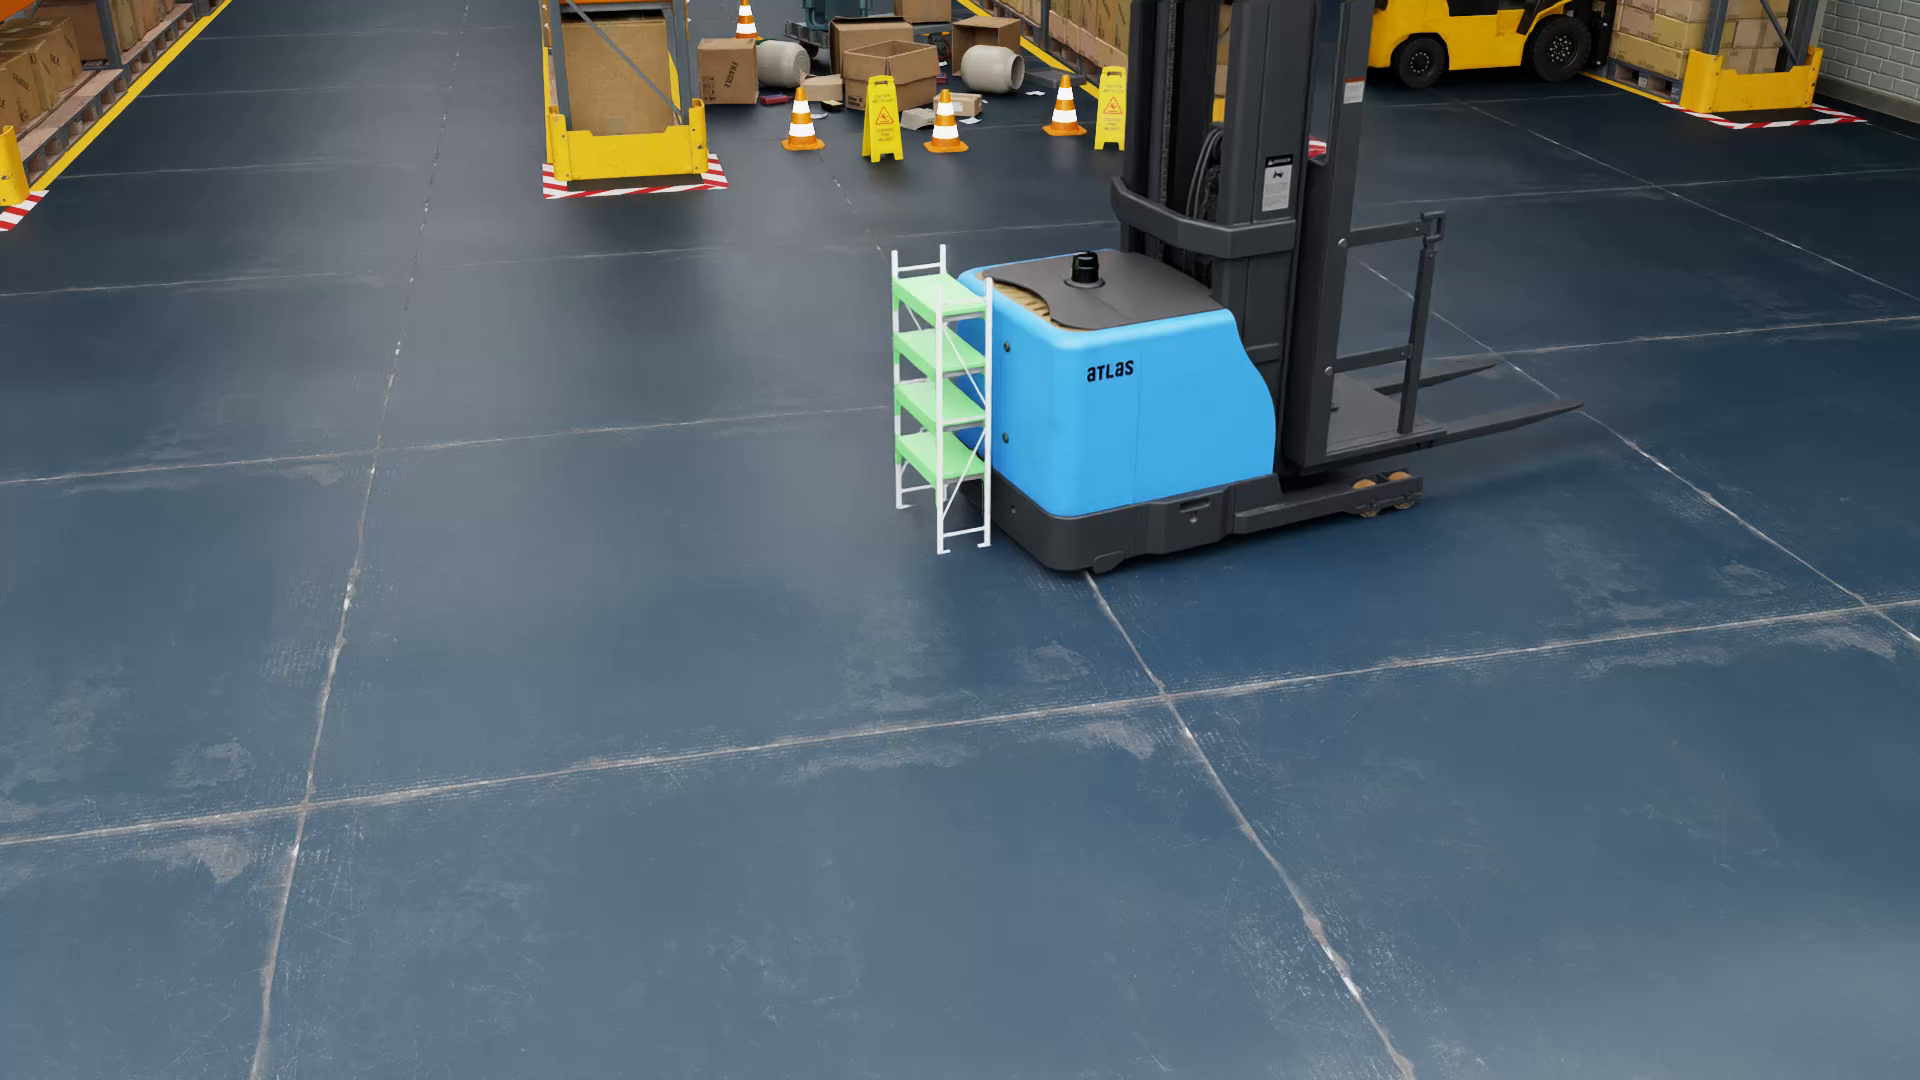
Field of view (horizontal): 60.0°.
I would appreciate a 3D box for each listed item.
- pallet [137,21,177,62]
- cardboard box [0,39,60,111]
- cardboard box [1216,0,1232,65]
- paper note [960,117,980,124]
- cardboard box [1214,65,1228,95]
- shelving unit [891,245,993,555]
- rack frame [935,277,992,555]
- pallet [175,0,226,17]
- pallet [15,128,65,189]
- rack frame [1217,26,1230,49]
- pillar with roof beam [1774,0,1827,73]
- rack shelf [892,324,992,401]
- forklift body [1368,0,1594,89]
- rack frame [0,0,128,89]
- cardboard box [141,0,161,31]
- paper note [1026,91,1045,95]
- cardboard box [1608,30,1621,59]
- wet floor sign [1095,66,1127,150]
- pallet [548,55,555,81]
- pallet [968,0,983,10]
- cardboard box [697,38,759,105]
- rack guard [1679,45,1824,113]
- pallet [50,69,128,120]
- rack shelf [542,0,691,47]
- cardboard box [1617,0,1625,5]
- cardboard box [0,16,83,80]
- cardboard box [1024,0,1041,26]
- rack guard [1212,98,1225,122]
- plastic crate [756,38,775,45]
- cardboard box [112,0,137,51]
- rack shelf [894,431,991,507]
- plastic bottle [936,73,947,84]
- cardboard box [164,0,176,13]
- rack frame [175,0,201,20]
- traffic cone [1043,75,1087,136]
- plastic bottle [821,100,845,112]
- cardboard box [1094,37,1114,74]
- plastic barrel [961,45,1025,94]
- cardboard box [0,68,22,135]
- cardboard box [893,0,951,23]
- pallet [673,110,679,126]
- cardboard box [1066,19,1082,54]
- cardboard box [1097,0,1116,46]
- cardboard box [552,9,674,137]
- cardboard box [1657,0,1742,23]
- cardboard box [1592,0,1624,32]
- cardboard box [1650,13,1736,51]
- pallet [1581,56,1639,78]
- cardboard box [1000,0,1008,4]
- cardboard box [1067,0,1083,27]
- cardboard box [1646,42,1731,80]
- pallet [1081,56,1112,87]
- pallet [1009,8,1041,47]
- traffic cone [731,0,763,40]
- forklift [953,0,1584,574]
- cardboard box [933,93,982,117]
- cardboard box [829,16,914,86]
[{"bbox_3d":[-8.769,-5.143,17.204,1.003,0.211,1.213,-6,27,-12],"label":"pallet"},{"bbox_3d":[-7.909,-3.886,13.928,0.500,0.500,0.500,-8,28,-16],"label":"cardboard box"},{"bbox_3d":[2.325,-4.447,14.484,0.500,0.500,0.500,-7,28,-13],"label":"cardboard box"},{"bbox_3d":[0.091,-3.647,14.441,0.148,0.019,0.142,-16,31,-29],"label":"paper note"},{"bbox_3d":[2.331,-4.102,14.633,0.500,0.250,0.500,-6,27,-12],"label":"cardboard box"},{"bbox_3d":[-0.079,-0.597,7.102,0.258,1.200,0.503,-11,29,-20],"label":"shelving unit"},{"bbox_3d":[0.016,-0.496,6.902,0.240,1.200,0.015,-11,29,-20],"label":"rack frame"},{"bbox_3d":[-9.319,-6.374,19.644,1.003,0.211,1.213,-6,27,-12],"label":"pallet"},{"bbox_3d":[-7.578,-2.902,12.765,1.003,0.211,1.213,-6,27,-12],"label":"pallet"},{"bbox_3d":[2.243,-4.759,13.351,1.000,3.000,0.127,-6,27,-12],"label":"rack frame"},{"bbox_3d":[3.605,-7.903,12.921,9.100,9.000,0.400,-6,27,-12],"label":"pillar with roof beam"},{"bbox_3d":[-0.079,-0.755,7.023,0.258,0.148,0.480,-11,29,-20],"label":"rack shelf"},{"bbox_3d":[4.874,-5.533,15.826,2.313,2.155,1.214,-6,27,-12],"label":"forklift body"},{"bbox_3d":[-8.313,-5.509,14.836,1.000,3.000,0.127,-6,27,-12],"label":"rack frame"},{"bbox_3d":[-8.772,-5.563,17.229,0.700,0.500,0.500,-4,27,-7],"label":"cardboard box"},{"bbox_3d":[0.707,-4.157,15.453,0.142,0.019,0.148,-16,31,-29],"label":"paper note"},{"bbox_3d":[6.458,-4.839,16.094,0.500,0.250,0.500,-6,27,-11],"label":"cardboard box"},{"bbox_3d":[1.244,-3.516,13.501,0.267,0.644,0.232,3,27,6],"label":"wet floor sign"},{"bbox_3d":[-3.363,-4.382,15.697,1.003,0.211,1.213,-6,27,-12],"label":"pallet"},{"bbox_3d":[0.615,-6.683,20.257,1.003,0.211,1.213,-6,27,-12],"label":"pallet"},{"bbox_3d":[-2.108,-4.276,15.165,0.500,0.500,0.500,-1,27,-3],"label":"cardboard box"},{"bbox_3d":[7.084,-4.139,14.895,1.175,0.500,0.348,-6,27,-12],"label":"rack guard"},{"bbox_3d":[-8.128,-3.973,14.887,1.003,0.211,1.213,-6,27,-12],"label":"pallet"},{"bbox_3d":[-3.007,-4.769,14.168,1.077,0.370,4.000,-6,27,-12],"label":"rack shelf"},{"bbox_3d":[6.427,-5.286,15.870,0.500,0.250,0.500,-6,27,-11],"label":"cardboard box"},{"bbox_3d":[-8.262,-4.401,14.949,0.500,0.500,0.500,-7,28,-13],"label":"cardboard box"},{"bbox_3d":[1.221,-5.760,17.783,0.950,0.372,0.625,-6,27,-11],"label":"cardboard box"},{"bbox_3d":[2.226,-3.677,13.980,1.175,0.500,0.348,-6,27,-12],"label":"rack guard"},{"bbox_3d":[-2.143,-4.796,16.479,0.450,0.188,0.662,-2,25,20],"label":"plastic crate"},{"bbox_3d":[-8.520,-5.073,16.257,0.700,0.500,0.500,-6,27,-12],"label":"cardboard box"},{"bbox_3d":[-0.079,-0.326,7.239,0.258,0.148,0.480,-11,29,-20],"label":"rack shelf"},{"bbox_3d":[-0.195,-4.447,15.992,0.133,0.061,0.283,-1,27,-3],"label":"plastic bottle"},{"bbox_3d":[-9.044,-6.054,18.200,0.700,0.500,0.500,-7,28,-14],"label":"cardboard box"},{"bbox_3d":[-9.215,-7.265,18.315,1.000,3.000,0.127,-6,27,-12],"label":"rack frame"},{"bbox_3d":[0.889,-3.685,14.037,0.336,0.463,0.334,-6,27,-12],"label":"traffic cone"},{"bbox_3d":[-1.156,-3.895,14.899,0.133,0.061,0.283,-16,31,-29],"label":"plastic bottle"},{"bbox_3d":[1.567,-4.504,15.431,0.500,0.250,0.500,-7,28,-13],"label":"cardboard box"},{"bbox_3d":[0.303,-4.362,15.423,0.512,0.421,0.421,13,30,24],"label":"plastic barrel"},{"bbox_3d":[-7.704,-3.359,12.885,0.500,0.500,0.500,1,27,2],"label":"cardboard box"},{"bbox_3d":[-0.386,-5.544,16.838,0.500,0.500,0.500,-6,27,-12],"label":"cardboard box"},{"bbox_3d":[-2.813,-3.311,13.575,1.003,0.211,1.213,-6,27,-12],"label":"pallet"},{"bbox_3d":[1.343,-4.956,16.325,0.500,0.250,0.500,-4,27,-9],"label":"cardboard box"},{"bbox_3d":[1.581,-4.830,15.244,0.500,0.500,0.500,-7,28,-13],"label":"cardboard box"},{"bbox_3d":[-2.774,-3.742,13.227,0.875,0.875,0.875,-6,27,-11],"label":"cardboard box"},{"bbox_3d":[6.671,-4.842,14.990,0.500,0.250,0.500,-5,27,-10],"label":"cardboard box"},{"bbox_3d":[6.425,-5.076,16.008,0.500,0.250,0.500,-7,28,-13],"label":"cardboard box"},{"bbox_3d":[6.664,-4.630,15.125,0.500,0.250,0.500,-6,27,-12],"label":"cardboard box"},{"bbox_3d":[6.594,-4.886,16.696,1.003,0.211,1.213,-6,27,-12],"label":"pallet"},{"bbox_3d":[0.897,-6.380,19.012,0.950,0.372,0.625,-5,27,-10],"label":"cardboard box"},{"bbox_3d":[1.344,-5.290,16.155,0.500,0.500,0.500,-5,27,-10],"label":"cardboard box"},{"bbox_3d":[6.665,-4.399,15.222,0.500,0.250,0.500,-6,27,-11],"label":"cardboard box"},{"bbox_3d":[1.806,-4.443,15.818,1.003,0.211,1.213,-6,27,-12],"label":"pallet"},{"bbox_3d":[1.165,-5.612,18.135,1.003,0.211,1.213,-6,27,-12],"label":"pallet"},{"bbox_3d":[-2.289,-5.578,17.788,0.336,0.463,0.334,-6,27,-12],"label":"traffic cone"},{"bbox_3d":[1.523,-1.611,7.188,3.031,2.935,1.130,-12,29,-23],"label":"forklift"},{"bbox_3d":[-0.020,-3.857,14.726,0.380,0.149,0.250,8,28,15],"label":"cardboard box"},{"bbox_3d":[-0.838,-4.629,15.713,0.797,0.637,0.503,-6,27,-12],"label":"cardboard box"}]
